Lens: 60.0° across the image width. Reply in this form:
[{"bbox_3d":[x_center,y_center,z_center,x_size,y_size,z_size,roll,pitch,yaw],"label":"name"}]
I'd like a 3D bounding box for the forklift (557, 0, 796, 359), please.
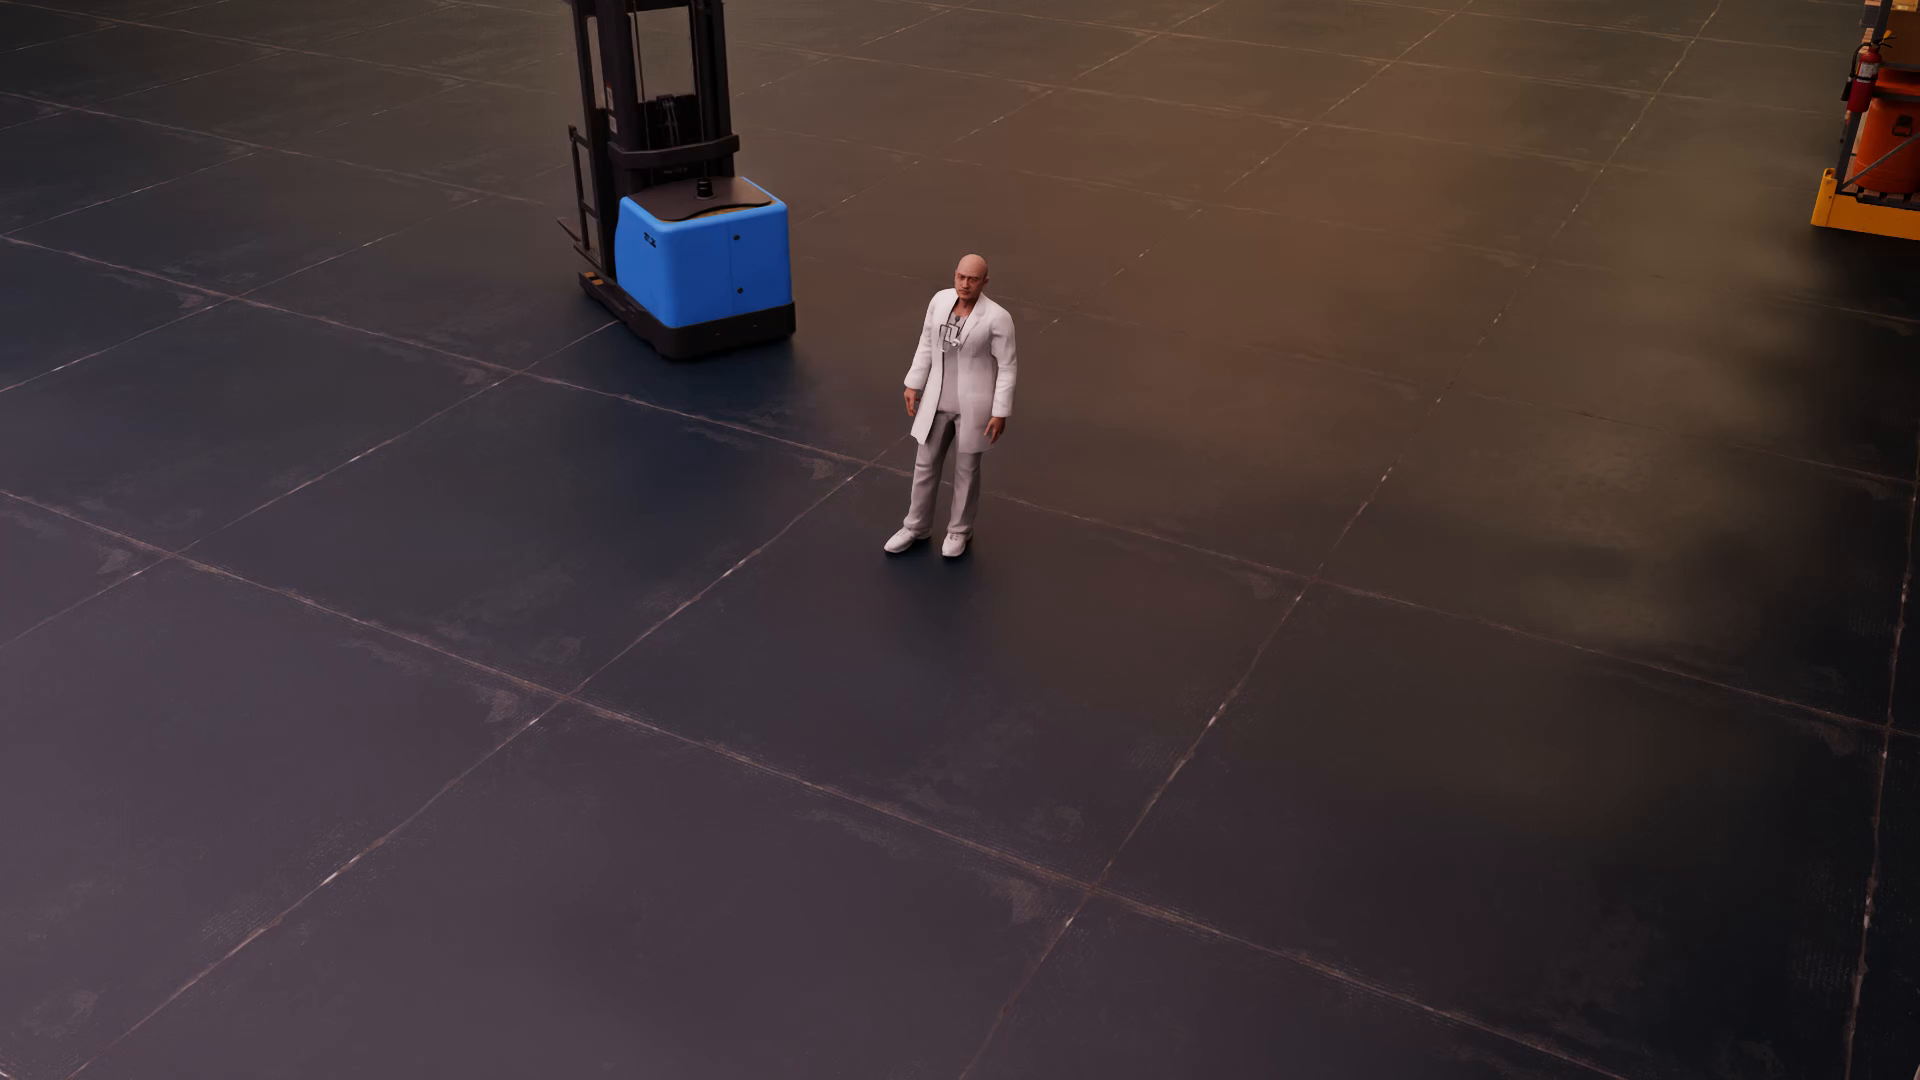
[{"bbox_3d":[-2.427,-3.297,12.783,1.130,2.935,3.031,-17,34,-26],"label":"forklift"}]

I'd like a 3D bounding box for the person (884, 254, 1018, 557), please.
[{"bbox_3d":[-0.048,-0.738,9.489,0.696,1.775,0.581,15,33,25],"label":"person"}]
